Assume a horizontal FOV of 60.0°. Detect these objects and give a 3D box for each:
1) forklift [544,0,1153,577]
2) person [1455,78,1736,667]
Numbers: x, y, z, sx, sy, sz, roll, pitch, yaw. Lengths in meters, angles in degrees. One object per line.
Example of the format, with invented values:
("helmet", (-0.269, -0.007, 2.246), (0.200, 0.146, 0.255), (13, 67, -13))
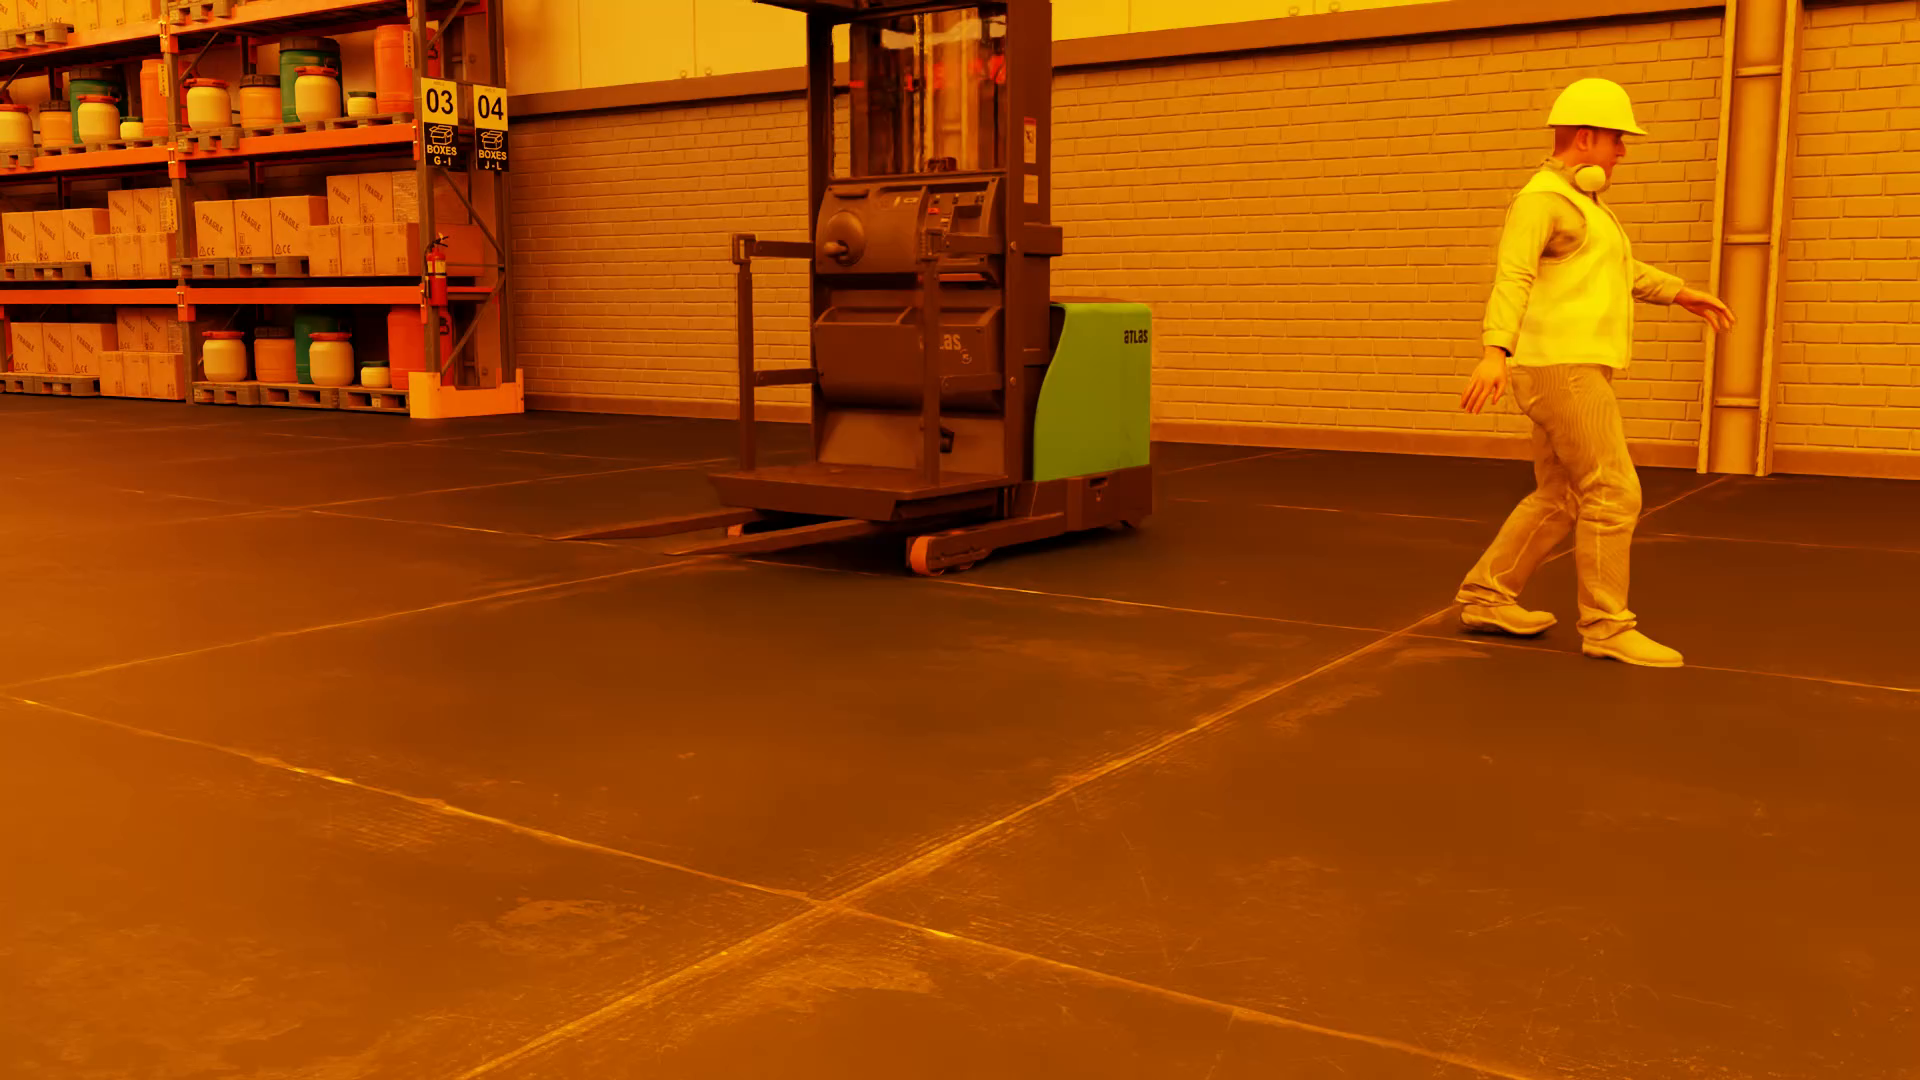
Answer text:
("forklift", (-0.356, -1.381, 6.905), (1.130, 2.935, 3.031), (6, 10, 36))
("person", (1.904, -0.517, 5.094), (0.755, 1.753, 0.943), (5, 9, 31))
